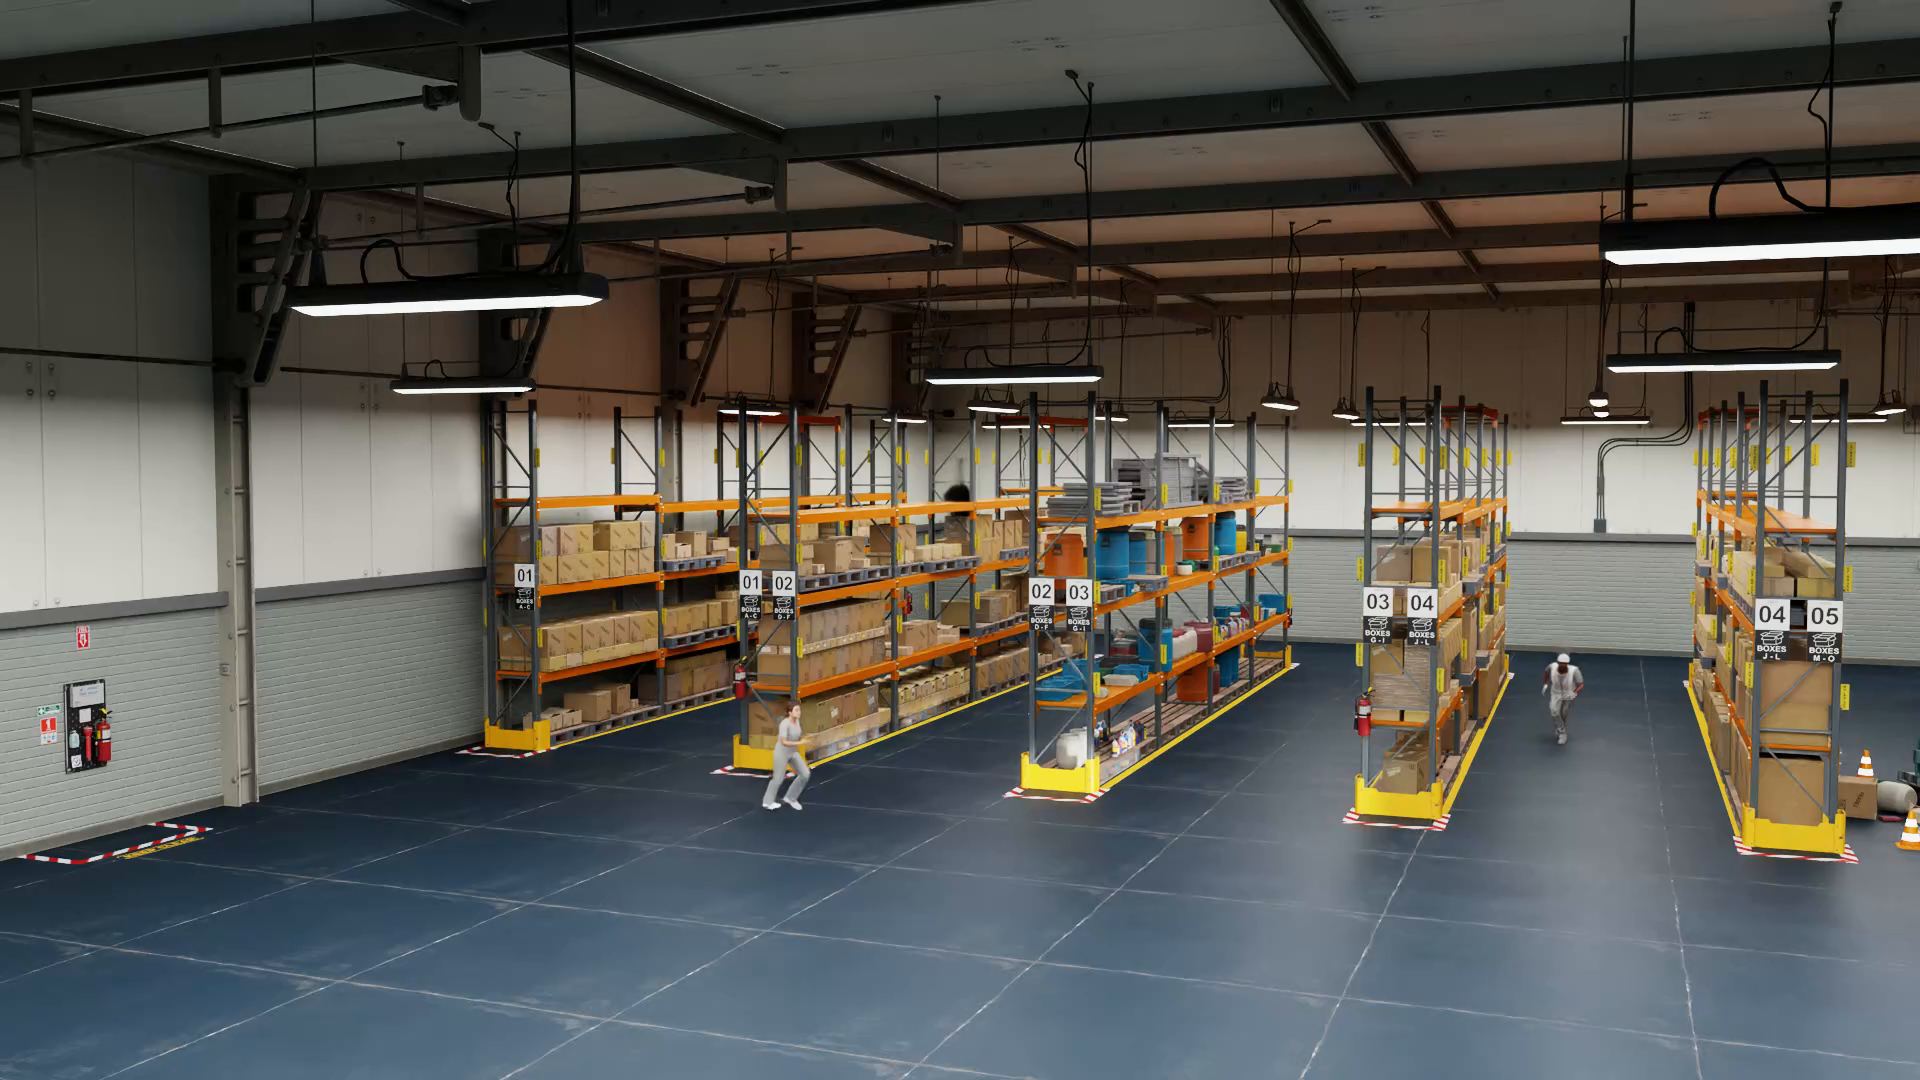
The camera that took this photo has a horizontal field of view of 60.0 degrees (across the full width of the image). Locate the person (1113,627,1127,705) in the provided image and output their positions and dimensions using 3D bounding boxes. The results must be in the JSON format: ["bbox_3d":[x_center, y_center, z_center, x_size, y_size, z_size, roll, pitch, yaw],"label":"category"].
[{"bbox_3d":[3.278,2.537,33.656,0.601,1.591,0.728,-2,4,-42],"label":"person"}]

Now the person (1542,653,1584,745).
[{"bbox_3d":[10.629,2.754,29.305,0.702,1.605,1.128,1,3,22],"label":"person"}]

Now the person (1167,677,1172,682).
[{"bbox_3d":[4.673,2.469,37.109,0.938,1.416,0.539,-2,4,-41],"label":"person"}]

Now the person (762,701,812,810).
[{"bbox_3d":[-2.426,3.044,23.475,0.900,1.578,0.556,2,4,37],"label":"person"}]
